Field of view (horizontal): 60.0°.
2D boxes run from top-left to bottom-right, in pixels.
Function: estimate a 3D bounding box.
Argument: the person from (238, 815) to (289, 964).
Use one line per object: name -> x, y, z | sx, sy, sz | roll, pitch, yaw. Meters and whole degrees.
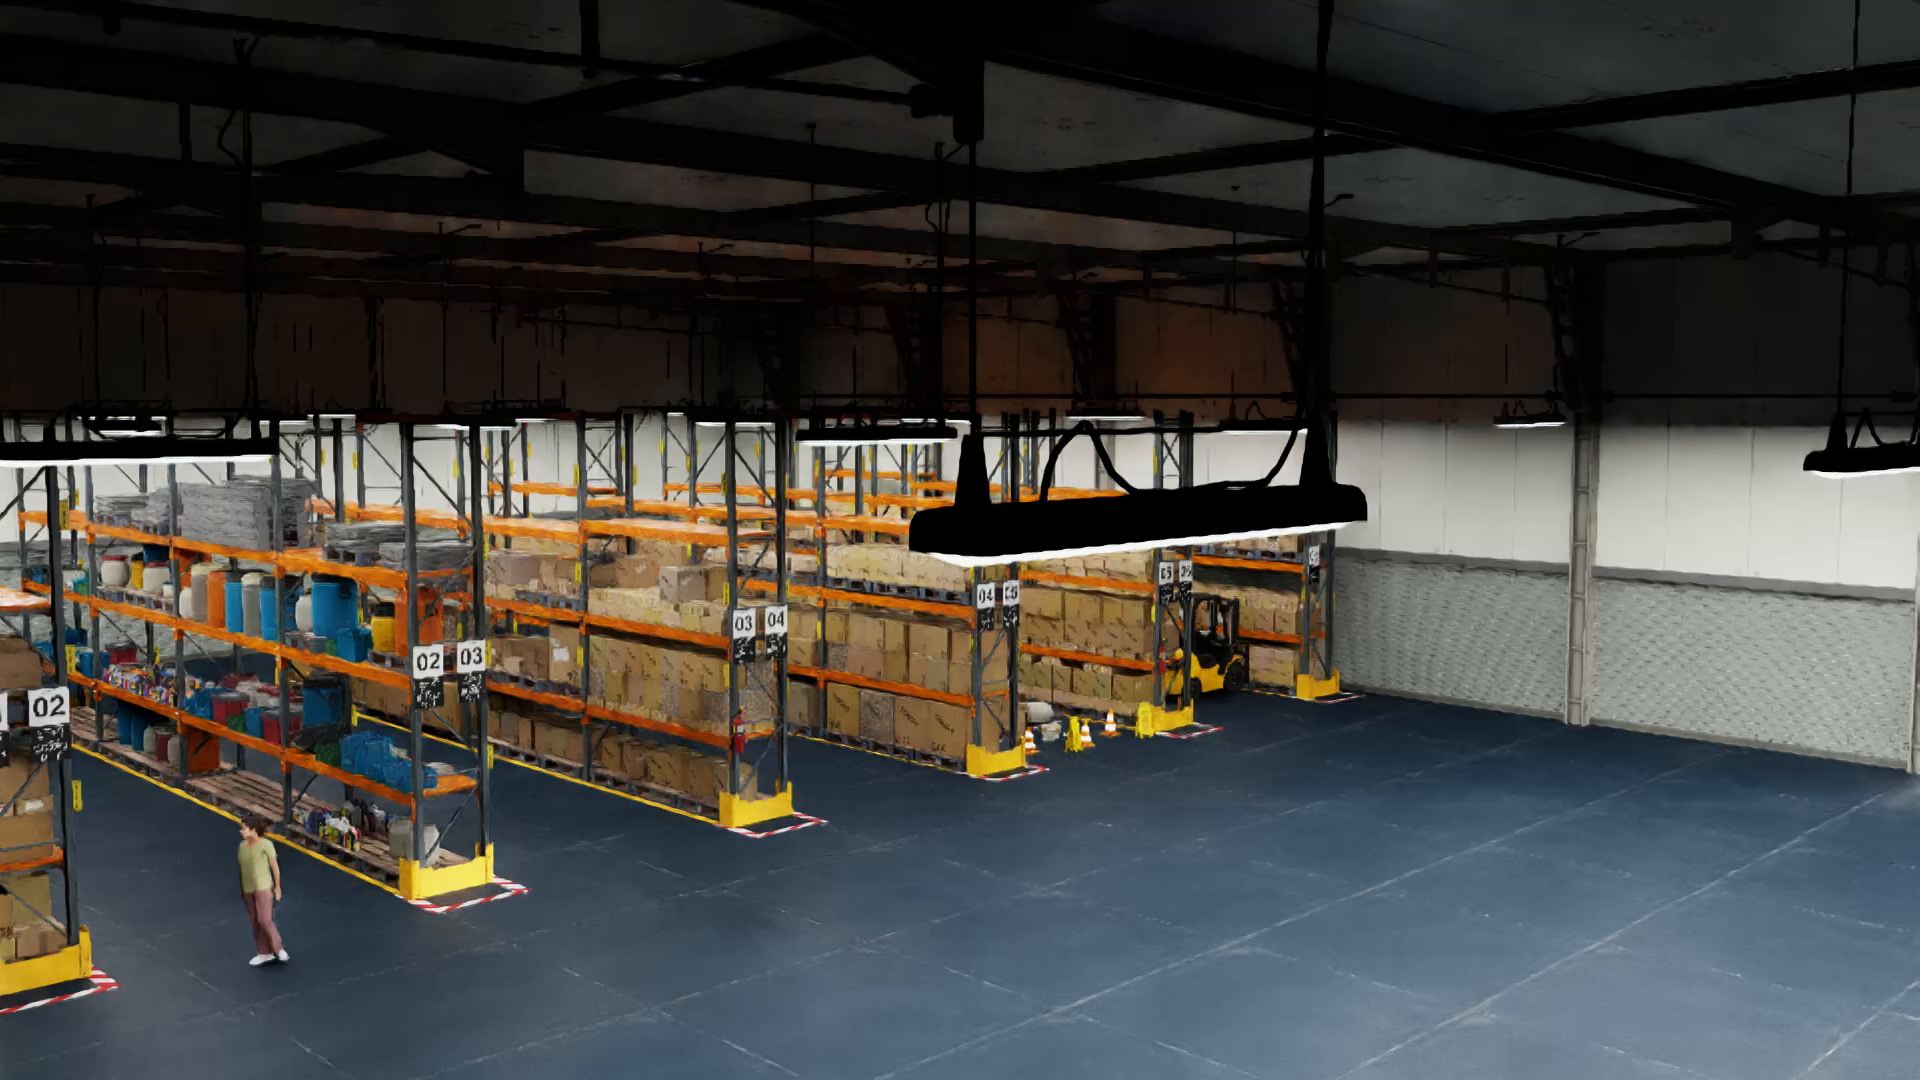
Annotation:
person -> -7.770, 3.883, 18.501 | 0.571, 1.666, 0.375 | 1, 5, 14
